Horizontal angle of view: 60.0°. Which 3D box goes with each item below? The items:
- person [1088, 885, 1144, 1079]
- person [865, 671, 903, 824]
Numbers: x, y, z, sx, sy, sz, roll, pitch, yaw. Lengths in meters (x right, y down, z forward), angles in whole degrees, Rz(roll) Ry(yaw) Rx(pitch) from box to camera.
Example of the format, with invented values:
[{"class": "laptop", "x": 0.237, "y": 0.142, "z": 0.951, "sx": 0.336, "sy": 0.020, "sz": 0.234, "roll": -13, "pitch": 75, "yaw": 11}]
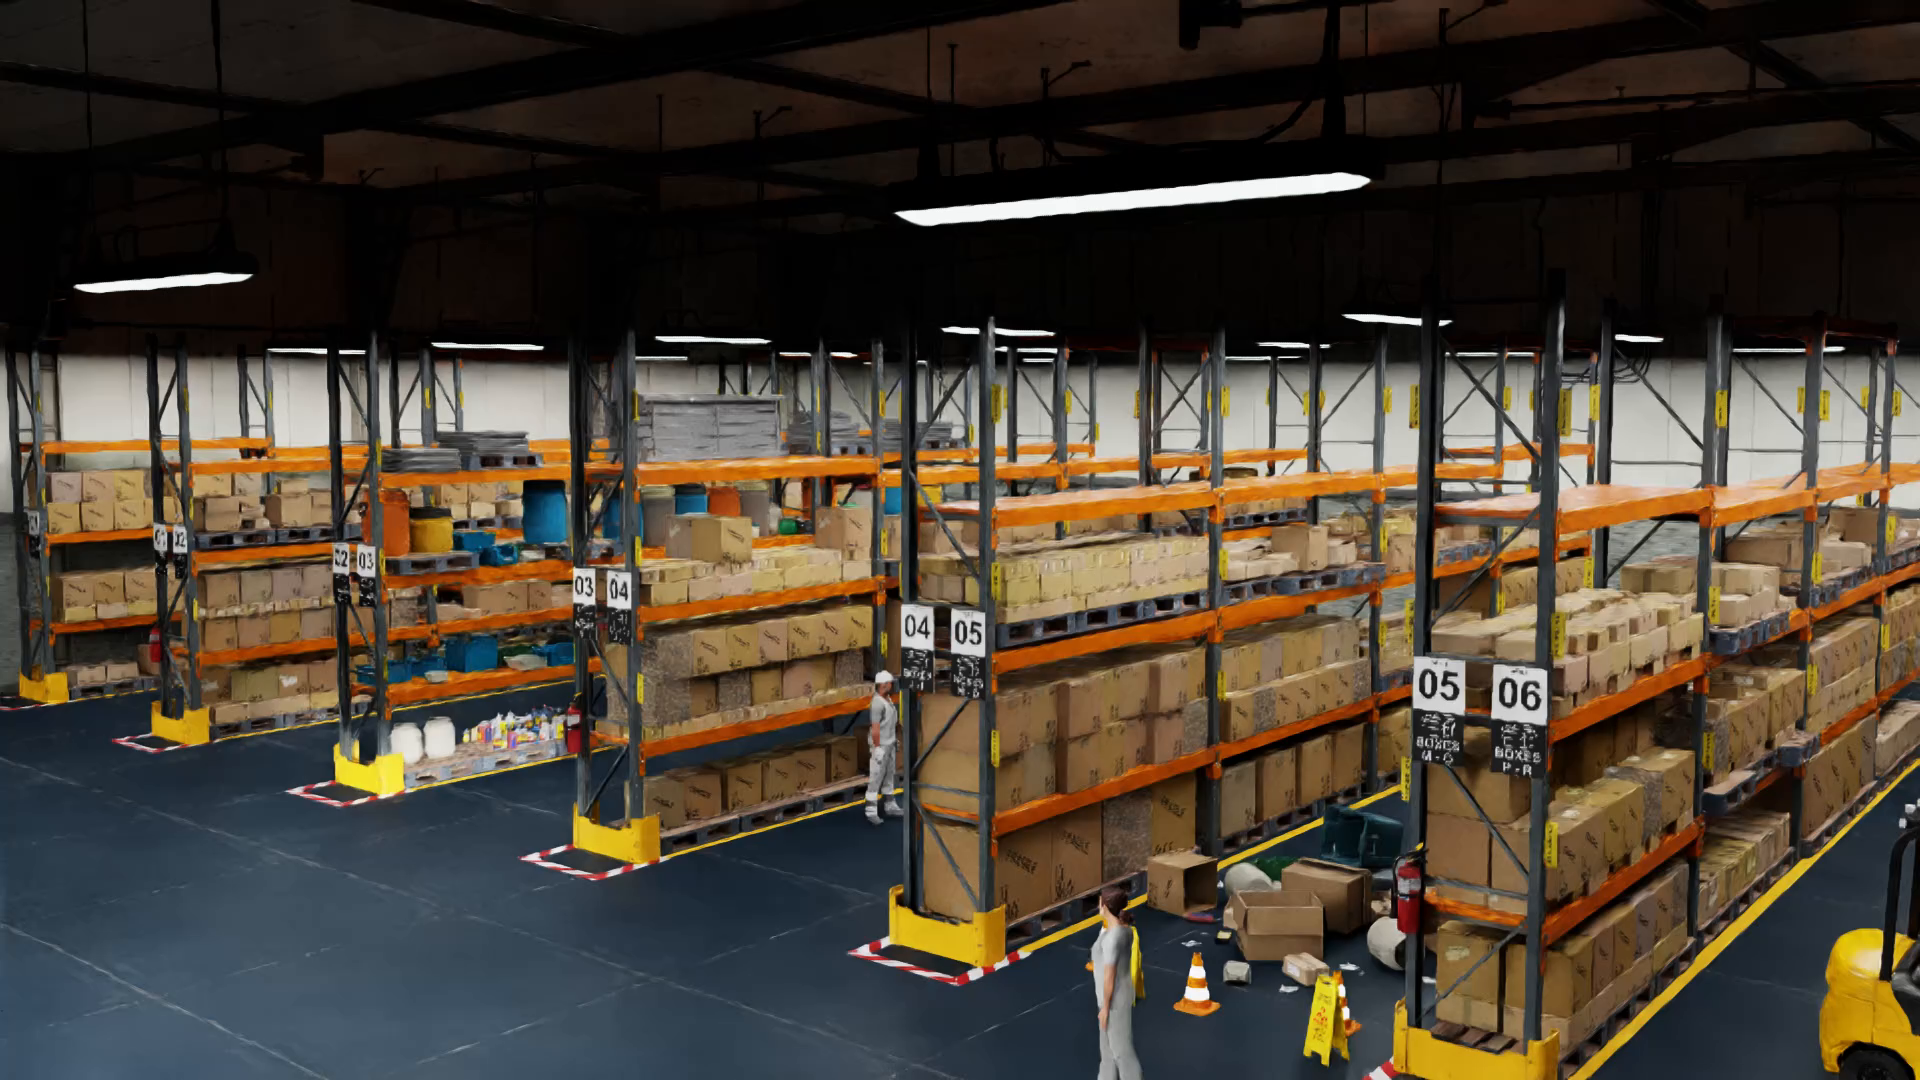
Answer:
[{"class": "person", "x": 1.102, "y": 3.280, "z": 11.782, "sx": 0.551, "sy": 1.674, "sz": 0.572, "roll": 2, "pitch": 5, "yaw": 17}, {"class": "person", "x": -0.877, "y": 2.460, "z": 19.943, "sx": 0.468, "sy": 1.794, "sz": 0.618, "roll": 1, "pitch": 5, "yaw": 14}]
